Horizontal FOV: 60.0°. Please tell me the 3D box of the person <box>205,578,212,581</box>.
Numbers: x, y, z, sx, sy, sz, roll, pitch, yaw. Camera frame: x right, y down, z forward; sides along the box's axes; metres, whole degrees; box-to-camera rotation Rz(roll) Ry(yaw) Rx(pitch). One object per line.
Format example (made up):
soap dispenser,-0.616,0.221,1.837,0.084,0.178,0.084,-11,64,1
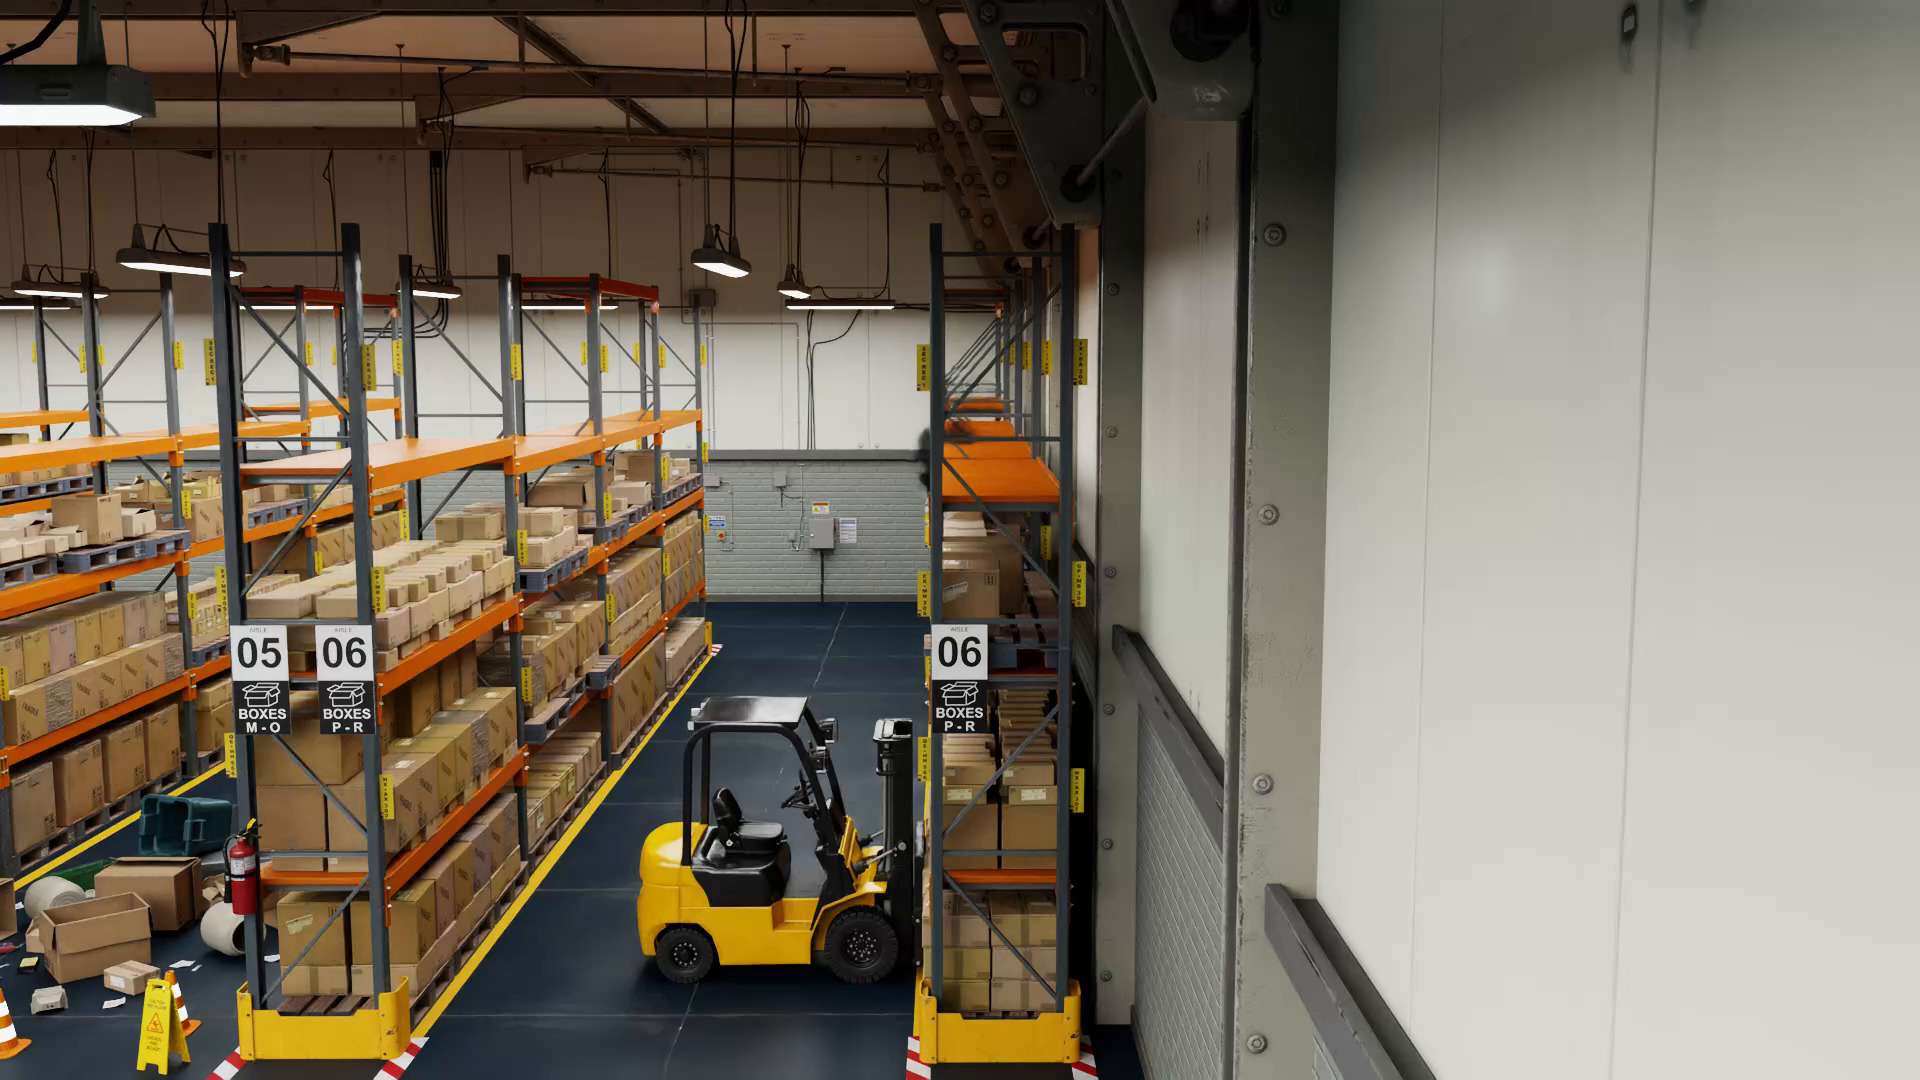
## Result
person,-11.522,1.377,25.744,0.595,1.628,0.659,0,7,1
